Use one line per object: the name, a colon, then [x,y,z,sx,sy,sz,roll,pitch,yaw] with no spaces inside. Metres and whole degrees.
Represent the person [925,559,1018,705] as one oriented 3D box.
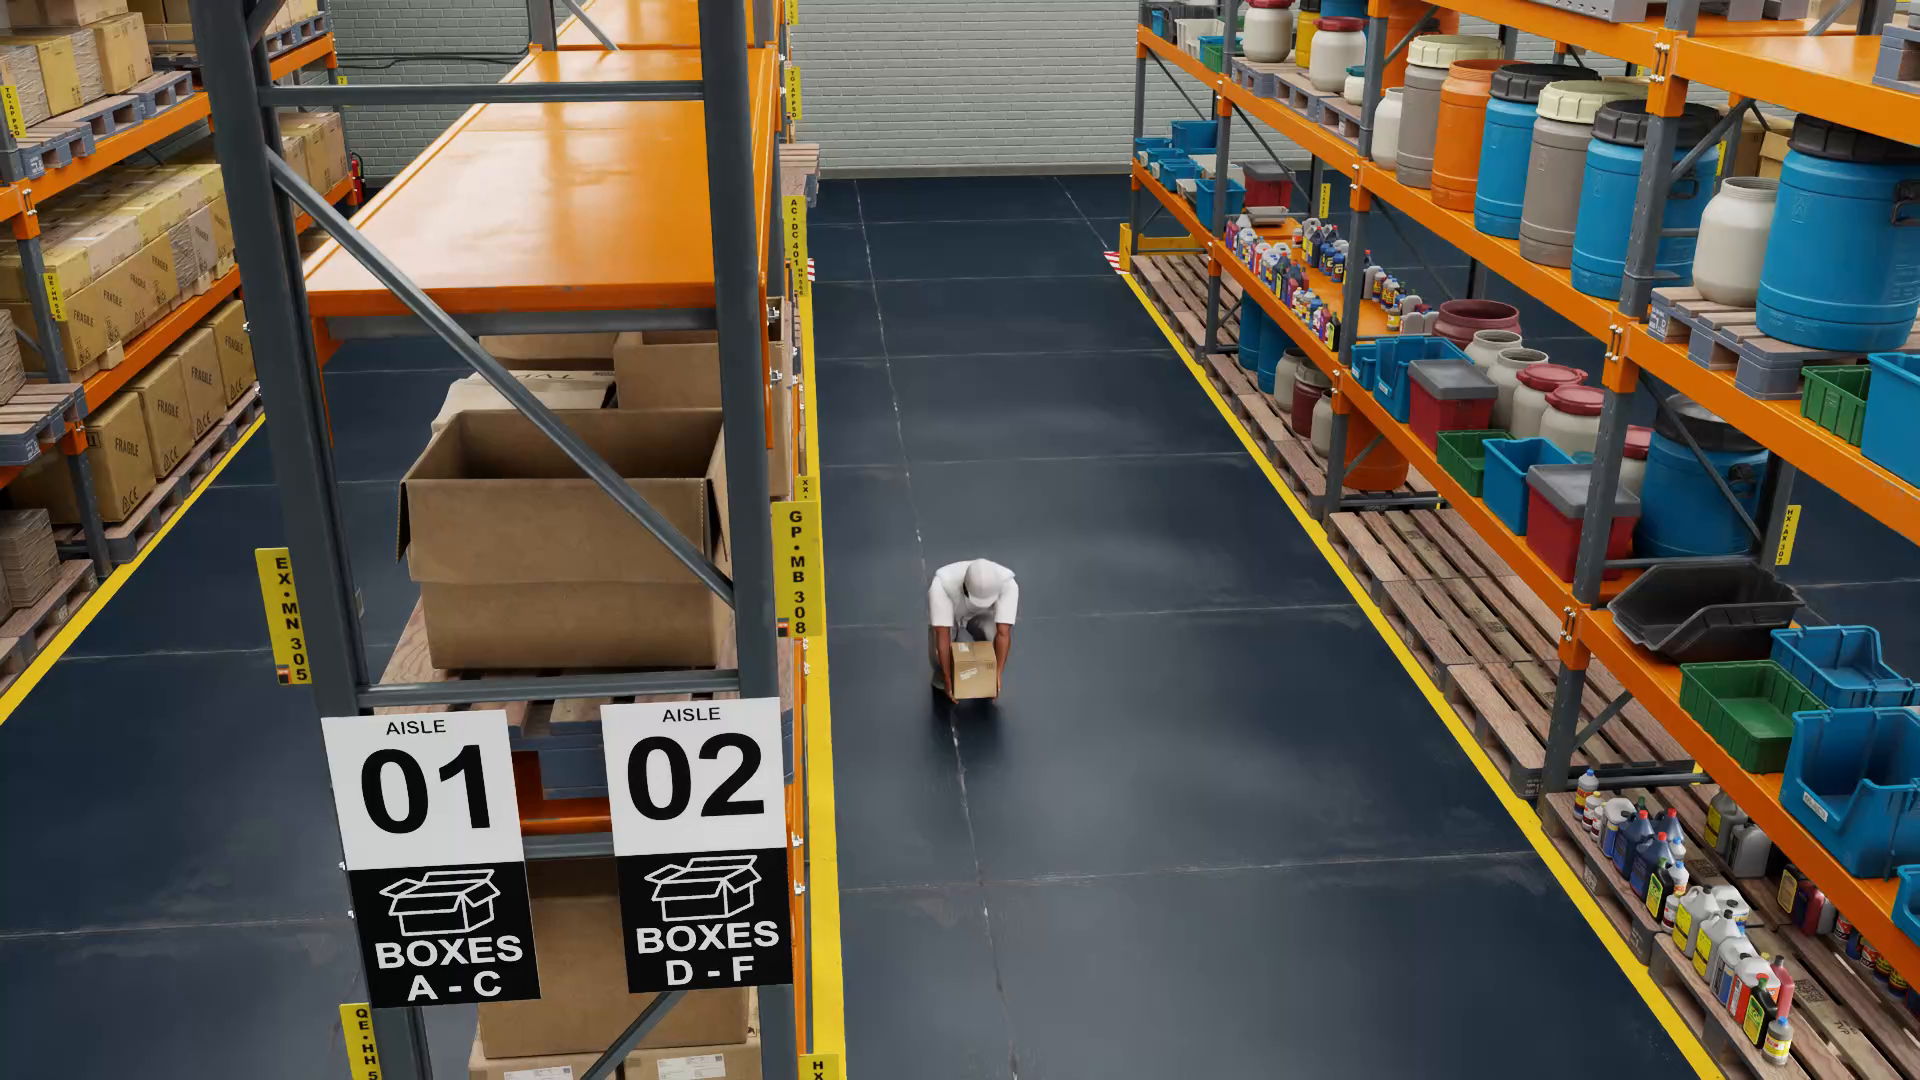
person: [0.074,0.481,10.155,0.551,1.007,0.904,-3,24,-6]
